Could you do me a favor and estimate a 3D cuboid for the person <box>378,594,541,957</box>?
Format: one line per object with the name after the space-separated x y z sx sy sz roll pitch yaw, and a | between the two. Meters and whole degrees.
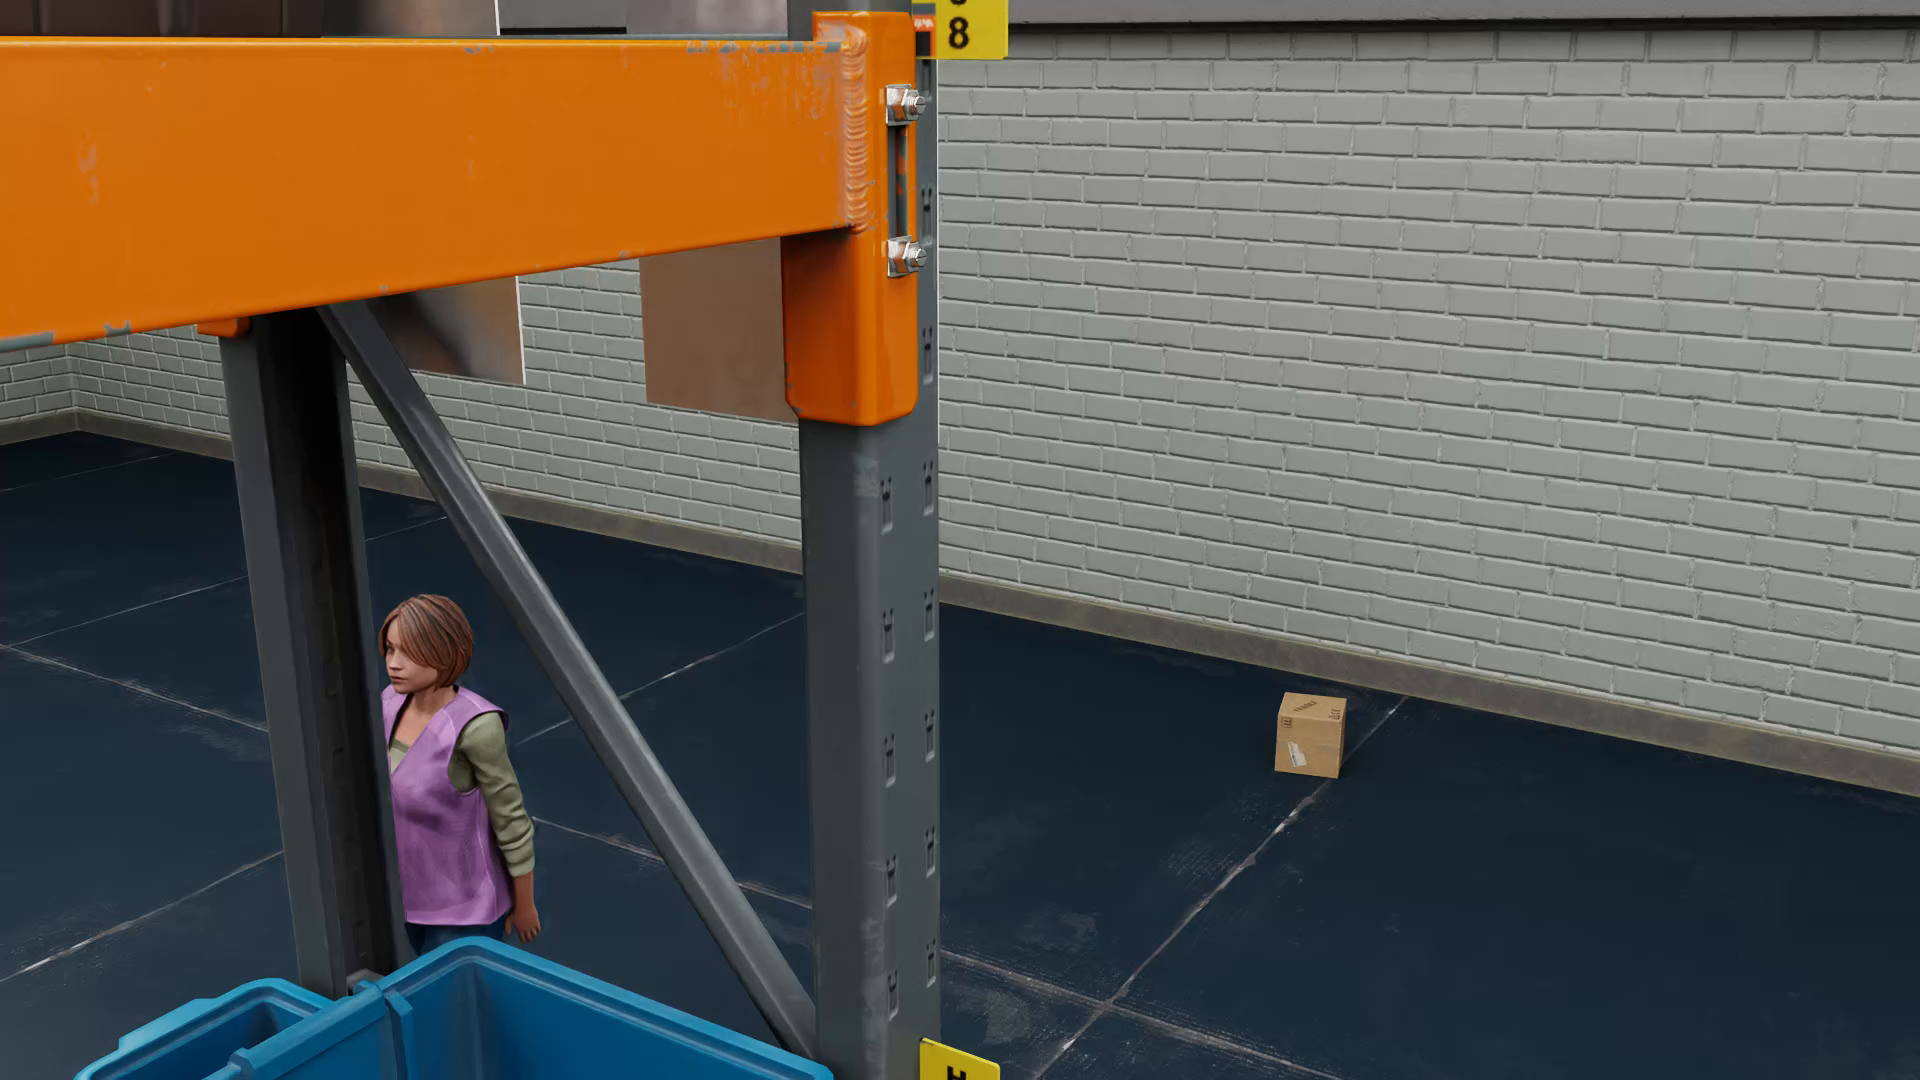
-1.292 0.907 3.970 0.408 1.590 0.794 12 20 35 | person
